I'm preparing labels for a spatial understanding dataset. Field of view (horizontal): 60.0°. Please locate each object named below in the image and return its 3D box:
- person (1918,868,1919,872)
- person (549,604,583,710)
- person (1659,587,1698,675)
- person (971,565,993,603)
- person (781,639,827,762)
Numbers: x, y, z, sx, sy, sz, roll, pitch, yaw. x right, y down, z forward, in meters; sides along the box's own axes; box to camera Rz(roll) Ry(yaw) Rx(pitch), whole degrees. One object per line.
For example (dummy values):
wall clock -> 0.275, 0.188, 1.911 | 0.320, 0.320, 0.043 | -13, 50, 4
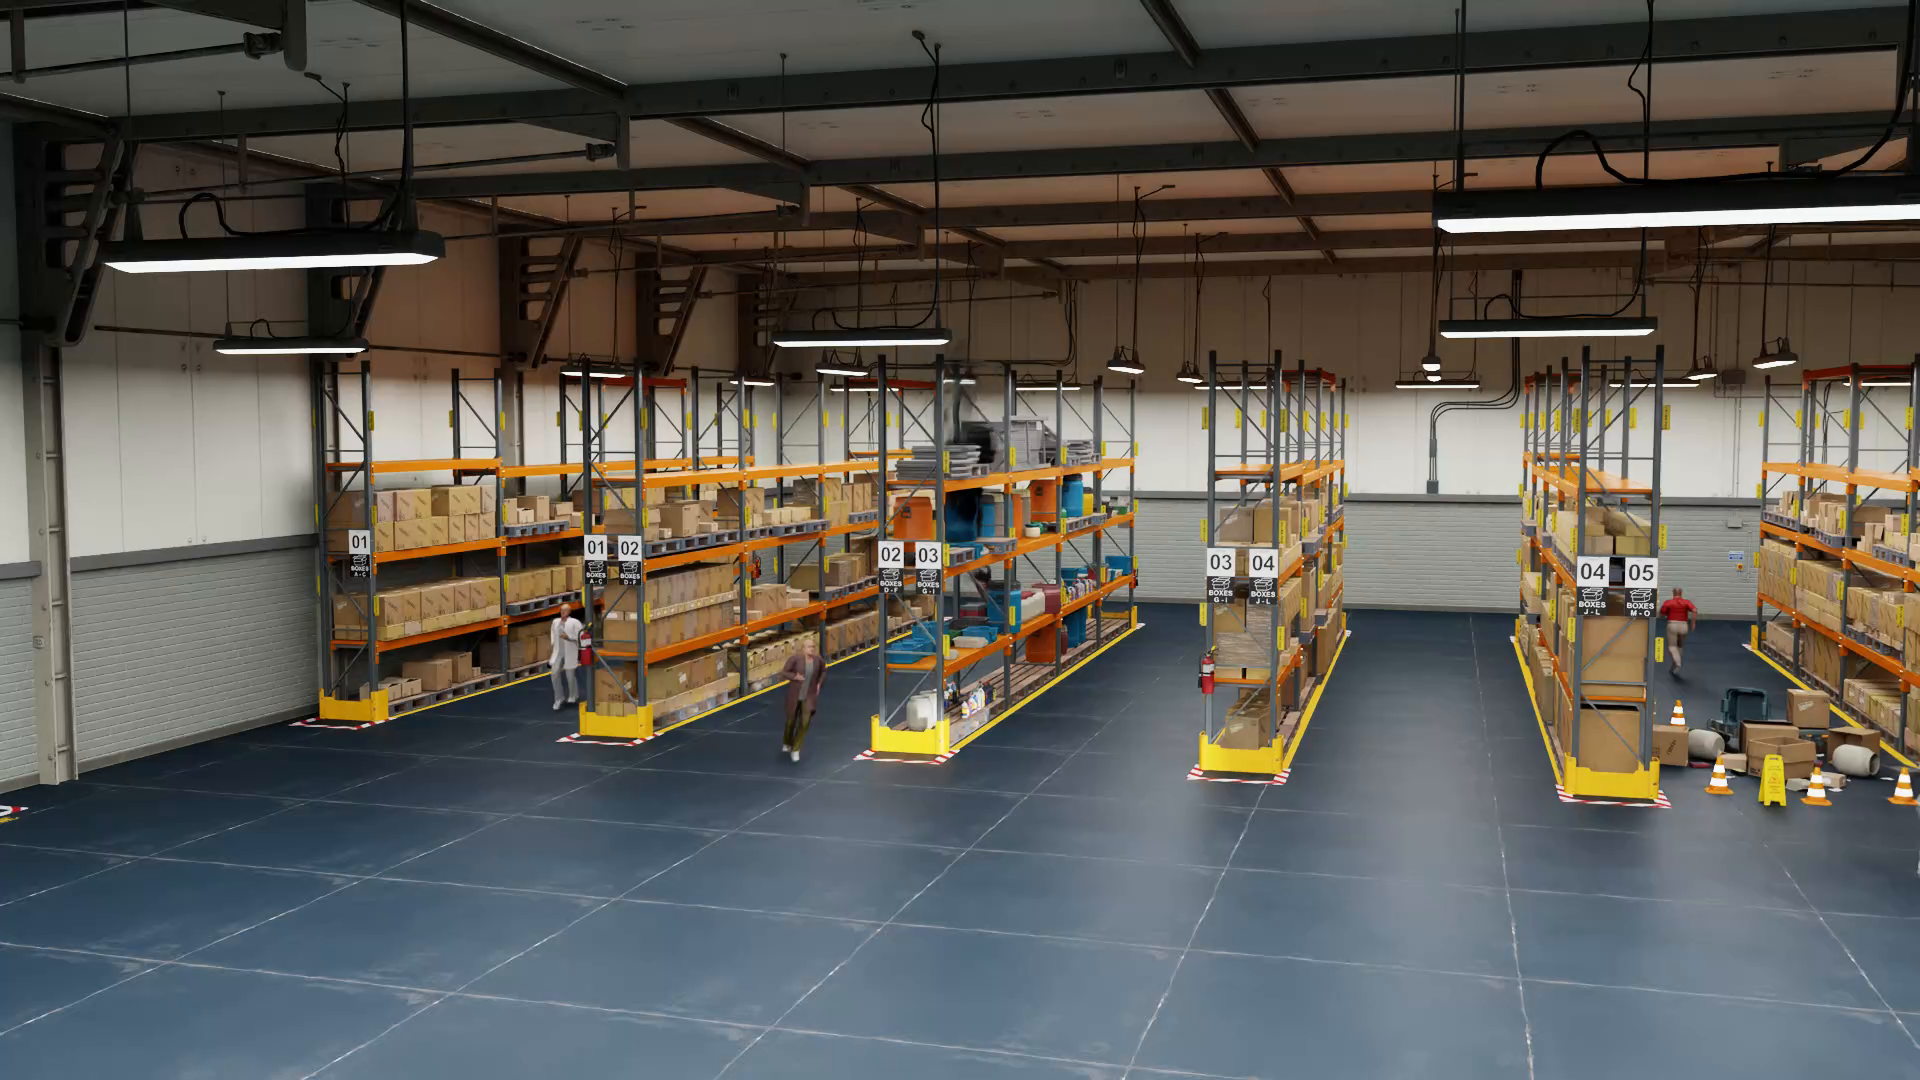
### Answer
person -> 10.677, 2.914, 17.762 | 0.571, 1.703, 0.794 | -2, 4, -20
person -> -6.915, 2.038, 29.091 | 0.682, 1.841, 0.773 | 1, 4, 8
person -> 14.074, 1.784, 32.642 | 0.660, 1.720, 0.990 | 1, 4, 8
person -> 0.578, 1.177, 42.170 | 0.715, 1.633, 0.592 | -3, 5, -32
person -> -2.313, 2.372, 24.768 | 0.710, 1.806, 0.794 | -1, 4, -10
